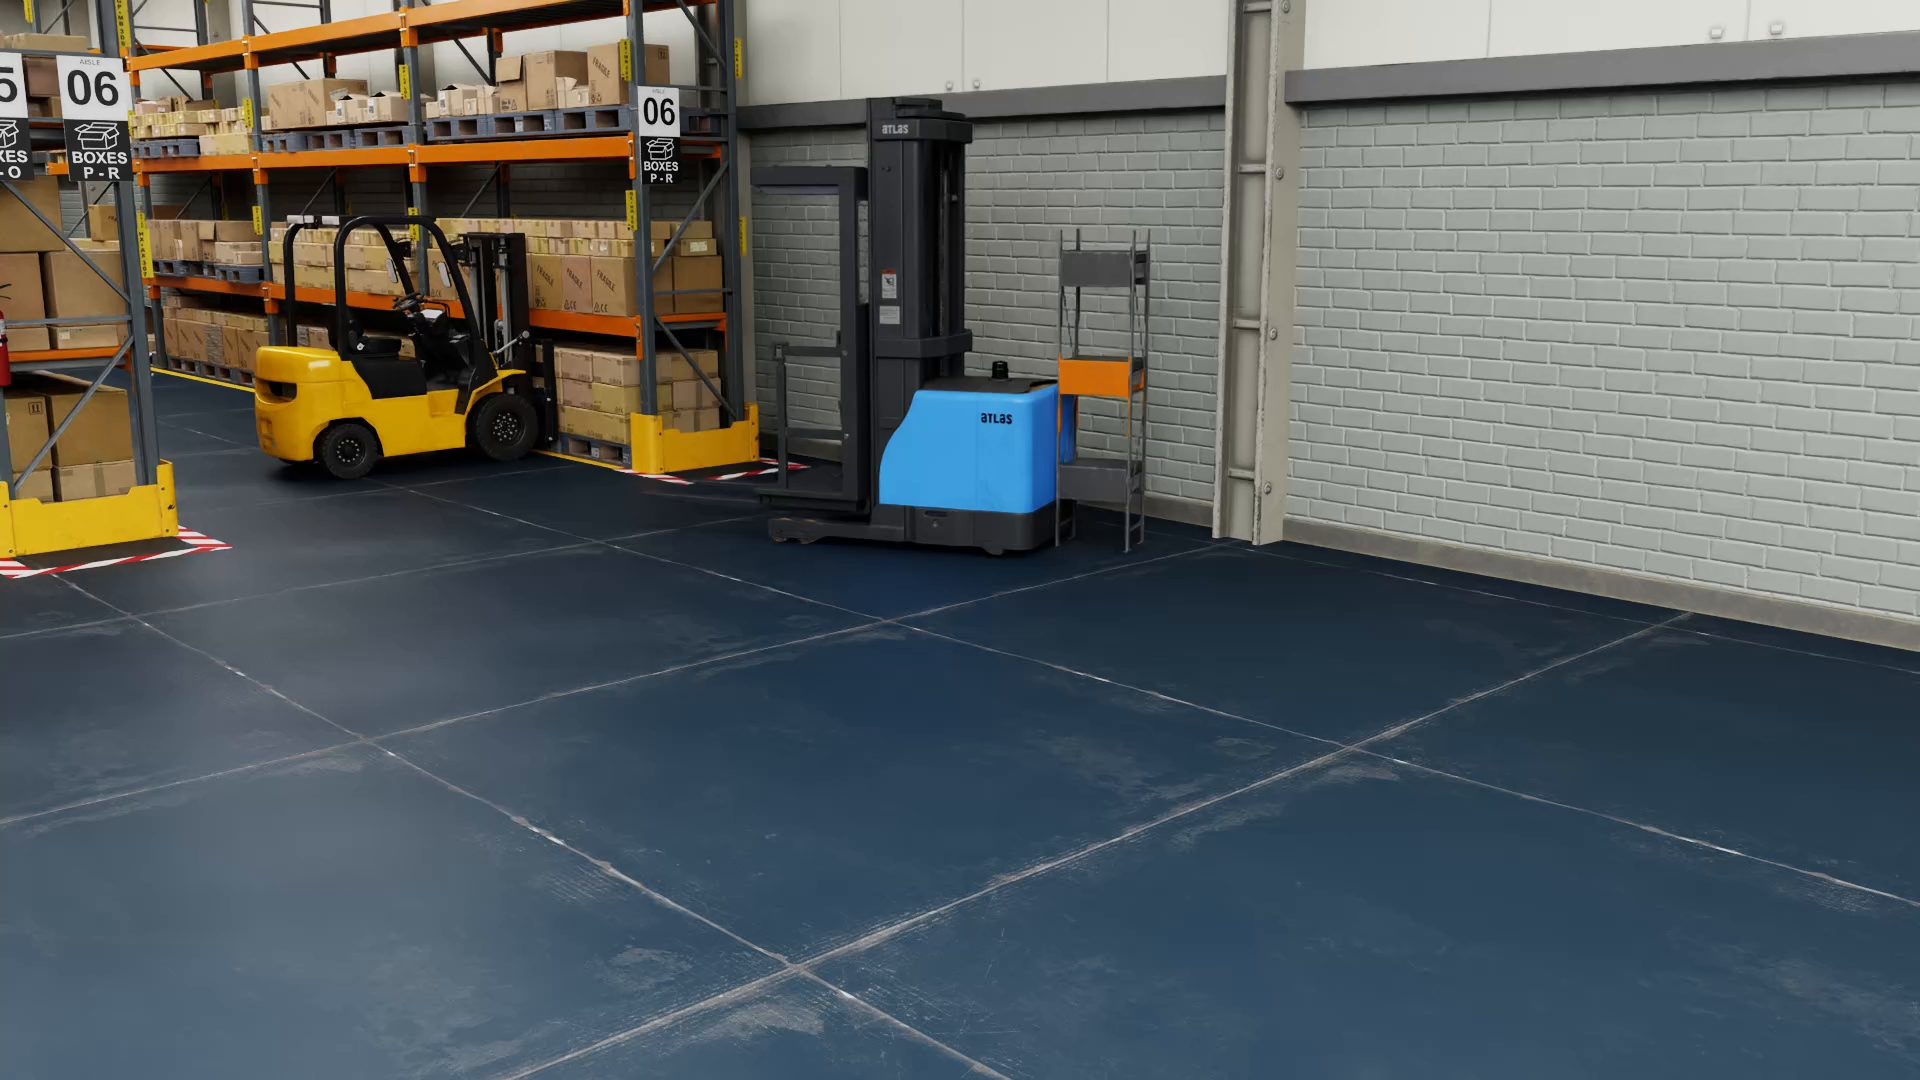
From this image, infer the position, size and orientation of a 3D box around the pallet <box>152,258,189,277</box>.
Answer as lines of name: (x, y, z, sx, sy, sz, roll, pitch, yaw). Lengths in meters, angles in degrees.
pallet: (-10.139, -3.656, 22.201, 1.003, 0.211, 1.213, -11, 16, -43)

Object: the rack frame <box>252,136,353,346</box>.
rack frame: (-7.850, -3.298, 19.988, 1.000, 3.000, 0.127, -11, 16, -43)

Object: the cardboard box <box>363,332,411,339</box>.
cardboard box: (-5.986, -1.946, 18.268, 0.875, 0.625, 0.625, -11, 16, -43)

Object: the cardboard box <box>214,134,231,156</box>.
cardboard box: (-8.728, -4.808, 20.255, 0.500, 0.250, 0.500, -11, 16, -42)

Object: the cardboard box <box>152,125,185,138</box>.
cardboard box: (-10.181, -5.269, 21.454, 0.380, 0.149, 0.250, -11, 16, -42)

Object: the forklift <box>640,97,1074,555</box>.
forklift: (-0.770, -1.502, 11.439, 3.031, 2.935, 1.130, 5, 12, 21)

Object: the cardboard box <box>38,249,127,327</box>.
cardboard box: (-6.039, -1.741, 11.444, 0.500, 0.500, 0.500, -11, 16, -43)

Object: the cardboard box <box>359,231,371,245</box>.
cardboard box: (-6.220, -3.245, 17.875, 0.250, 0.149, 0.380, 11, 16, 44)

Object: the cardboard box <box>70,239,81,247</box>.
cardboard box: (-12.908, -4.361, 24.779, 0.500, 0.250, 0.500, -11, 16, -42)

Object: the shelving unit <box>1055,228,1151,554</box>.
shelving unit: (0.947, -0.995, 11.036, 0.503, 2.100, 0.431, 5, 12, 21)

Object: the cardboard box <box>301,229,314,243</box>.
cardboard box: (-7.272, -3.468, 18.958, 0.380, 0.149, 0.250, -11, 16, -42)

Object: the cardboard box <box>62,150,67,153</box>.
cardboard box: (-12.900, -5.833, 24.492, 0.500, 0.250, 0.500, -10, 16, -41)

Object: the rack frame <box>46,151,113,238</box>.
rack frame: (-13.375, -4.466, 25.655, 1.000, 3.000, 0.127, -11, 16, -43)

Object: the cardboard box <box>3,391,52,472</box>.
cardboard box: (-6.655, -0.746, 11.511, 0.500, 0.500, 0.500, -11, 16, -42)

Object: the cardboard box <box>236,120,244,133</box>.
cardboard box: (-8.434, -4.948, 19.945, 0.250, 0.149, 0.380, 11, 16, 44)

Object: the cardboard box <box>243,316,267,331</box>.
cardboard box: (-8.585, -2.670, 20.483, 0.250, 0.149, 0.380, 11, 16, 42)

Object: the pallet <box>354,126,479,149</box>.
pallet: (-5.706, -4.217, 17.487, 1.217, 0.209, 0.805, 11, 16, 43)

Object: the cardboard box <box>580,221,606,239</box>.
cardboard box: (-3.118, -2.732, 14.647, 0.380, 0.149, 0.250, -10, 16, -41)

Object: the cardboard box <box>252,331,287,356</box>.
cardboard box: (-8.298, -2.312, 20.352, 0.500, 0.500, 0.500, -10, 15, -41)

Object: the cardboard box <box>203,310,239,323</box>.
cardboard box: (-9.610, -2.910, 21.649, 0.380, 0.149, 0.250, -10, 15, -41)

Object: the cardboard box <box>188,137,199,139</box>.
cardboard box: (-9.974, -5.378, 21.984, 0.250, 0.149, 0.380, 11, 16, 43)

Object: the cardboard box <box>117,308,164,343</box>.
cardboard box: (-11.742, -3.063, 24.000, 0.500, 0.500, 0.700, 11, 16, 43)

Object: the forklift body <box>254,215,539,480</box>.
forklift body: (-4.954, -1.738, 14.516, 2.313, 2.155, 1.214, -11, 16, -43)

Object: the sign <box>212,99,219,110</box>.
sign: (-10.213, -5.875, 22.805, 0.100, 0.325, 0.005, -11, 16, -43)

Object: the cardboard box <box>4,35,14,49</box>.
cardboard box: (-6.196, -3.290, 11.161, 0.380, 0.149, 0.250, -11, 16, -43)

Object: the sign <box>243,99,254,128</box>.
sign: (-8.244, -4.945, 19.267, 0.100, 0.325, 0.005, -11, 16, -43)

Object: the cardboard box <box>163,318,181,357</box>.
cardboard box: (-10.441, -2.762, 22.536, 0.500, 0.500, 0.500, -10, 15, -40)

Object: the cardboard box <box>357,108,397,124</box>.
cardboard box: (-6.067, -4.434, 17.398, 0.380, 0.149, 0.250, -11, 16, -43)

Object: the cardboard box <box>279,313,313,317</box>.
cardboard box: (-8.379, -2.785, 21.041, 0.380, 0.149, 0.250, -11, 16, -42)

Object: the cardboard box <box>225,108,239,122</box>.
cardboard box: (-8.627, -5.129, 20.085, 0.250, 0.149, 0.380, 11, 16, 43)

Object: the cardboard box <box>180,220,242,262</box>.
cardboard box: (-9.540, -3.845, 21.352, 0.700, 0.500, 0.500, -11, 16, -43)

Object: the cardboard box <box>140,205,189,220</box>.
cardboard box: (-11.448, -4.576, 23.966, 0.500, 0.500, 0.500, 11, 16, 44)

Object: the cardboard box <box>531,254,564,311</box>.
cardboard box: (-3.561, -2.367, 15.218, 0.500, 0.500, 0.500, -11, 16, -44)

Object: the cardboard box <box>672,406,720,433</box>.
cardboard box: (-2.523, -1.089, 15.036, 0.500, 0.250, 0.500, -11, 16, -42)

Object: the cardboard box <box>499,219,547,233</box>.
cardboard box: (-4.135, -2.962, 15.763, 0.380, 0.149, 0.250, -11, 16, -43)

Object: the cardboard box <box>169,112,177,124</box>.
cardboard box: (-9.784, -5.345, 21.087, 0.380, 0.149, 0.250, -11, 16, -42)

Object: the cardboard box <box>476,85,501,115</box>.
cardboard box: (-4.282, -4.114, 15.556, 0.258, 0.266, 0.396, 11, 16, 44)

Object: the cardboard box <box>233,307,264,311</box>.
cardboard box: (-9.443, -3.014, 22.156, 0.380, 0.149, 0.250, -10, 16, -41)

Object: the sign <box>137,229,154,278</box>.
sign: (-5.520, -1.938, 11.241, 0.100, 0.325, 0.005, -11, 16, -43)

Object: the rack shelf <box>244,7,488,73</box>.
rack shelf: (-6.469, -5.397, 18.079, 1.077, 0.370, 4.000, -11, 16, -43)

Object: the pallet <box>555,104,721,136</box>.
pallet: (-2.795, -3.664, 14.545, 1.003, 0.211, 1.213, -11, 16, -43)

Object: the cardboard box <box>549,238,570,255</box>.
cardboard box: (-3.482, -2.659, 15.028, 0.250, 0.149, 0.380, 11, 16, 43)

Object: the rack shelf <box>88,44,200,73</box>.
rack shelf: (-11.994, -6.758, 23.706, 1.077, 0.370, 4.000, -11, 16, -43)

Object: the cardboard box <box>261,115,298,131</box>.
cardboard box: (-7.829, -4.815, 19.204, 0.380, 0.166, 0.250, -11, 16, -43)

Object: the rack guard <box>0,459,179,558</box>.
rack guard: (-5.965, -0.225, 11.267, 1.175, 0.500, 0.348, -11, 16, -43)

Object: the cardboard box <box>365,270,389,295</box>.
cardboard box: (-5.976, -2.751, 17.702, 0.500, 0.250, 0.500, -11, 16, -43)

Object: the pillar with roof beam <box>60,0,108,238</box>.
pillar with roof beam: (-17.698, -7.323, 24.657, 9.100, 9.000, 0.400, -11, 16, -43)

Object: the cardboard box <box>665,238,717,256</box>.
cardboard box: (-2.372, -2.583, 14.661, 0.250, 0.149, 0.380, 11, 16, 44)

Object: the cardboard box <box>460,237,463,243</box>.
cardboard box: (-4.678, -2.926, 16.327, 0.380, 0.149, 0.250, -11, 16, -43)

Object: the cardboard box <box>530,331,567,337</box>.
cardboard box: (-4.247, -1.947, 16.722, 0.500, 0.250, 0.500, -11, 16, -43)

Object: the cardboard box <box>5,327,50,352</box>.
cardboard box: (-6.326, -1.340, 11.106, 0.380, 0.149, 0.250, -10, 15, -41)

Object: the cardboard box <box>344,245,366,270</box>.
cardboard box: (-6.321, -3.072, 18.019, 0.500, 0.250, 0.500, -10, 16, -41)
